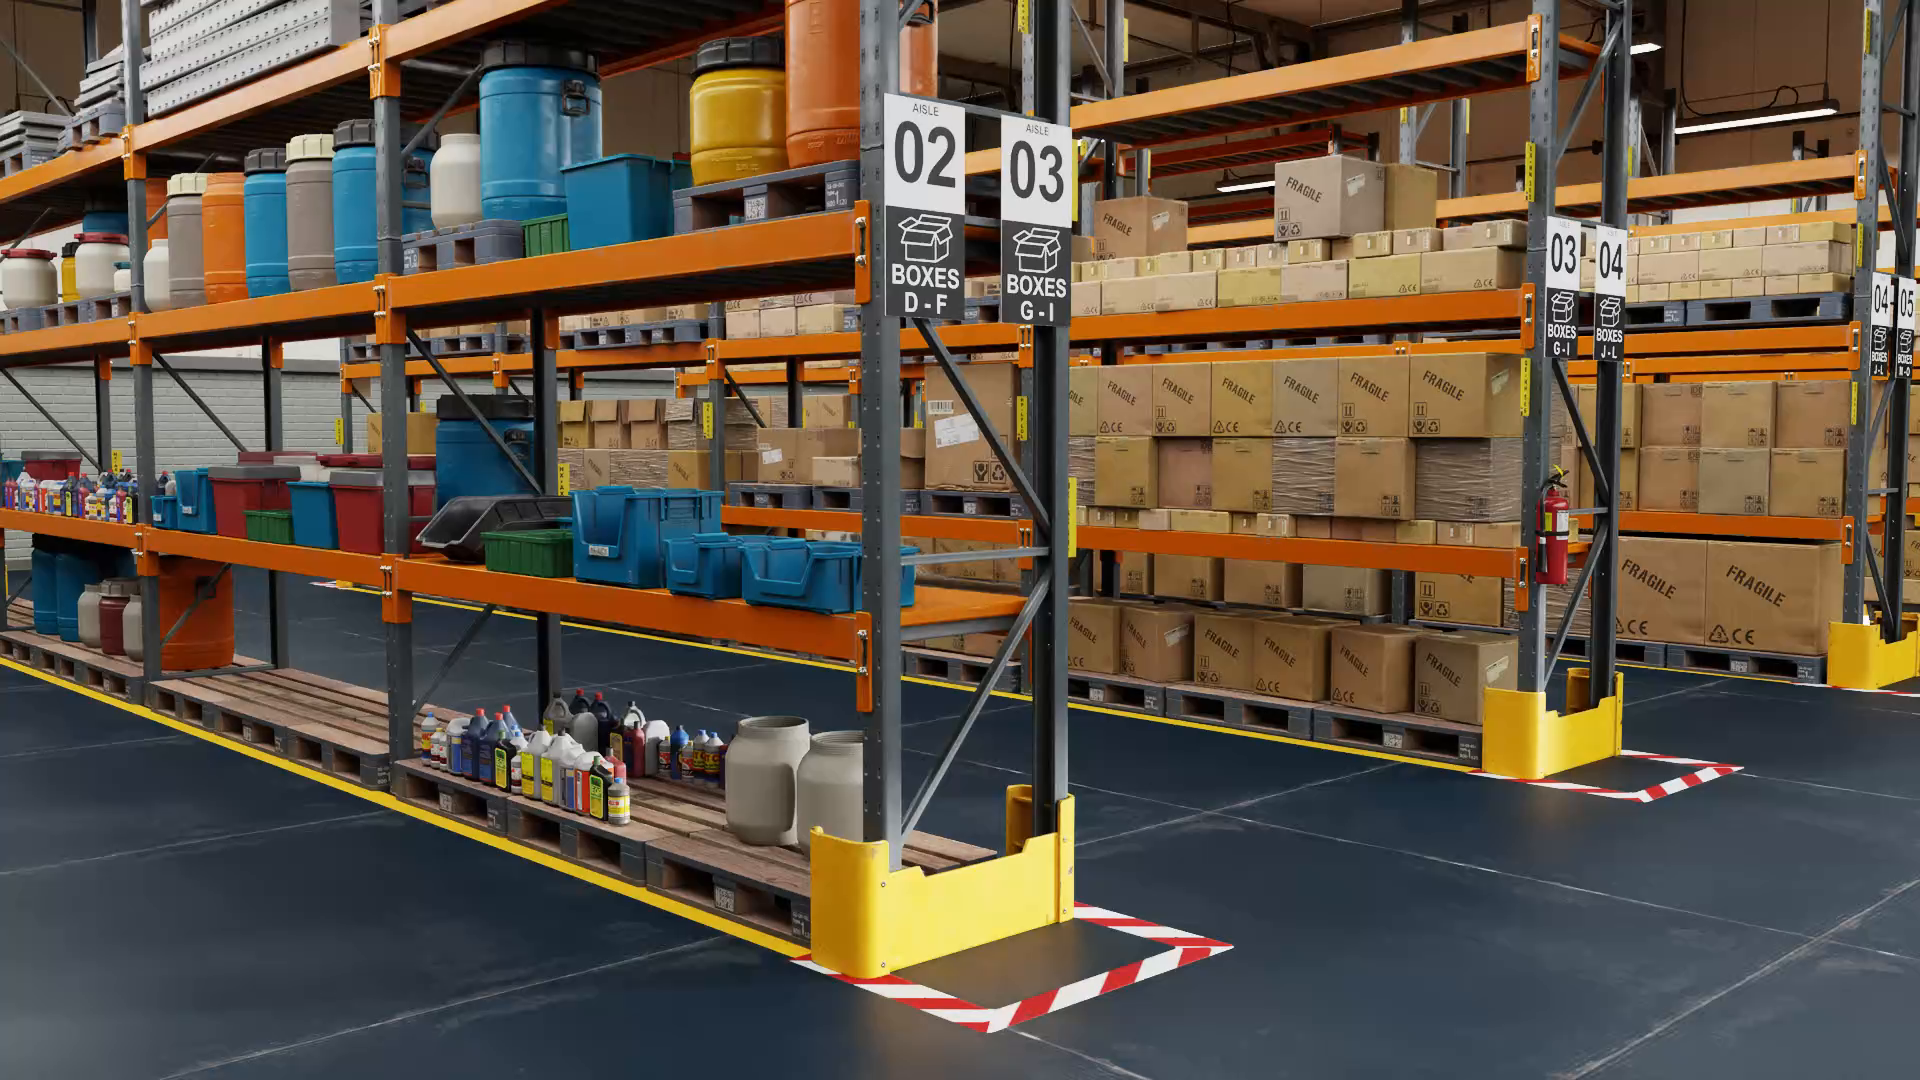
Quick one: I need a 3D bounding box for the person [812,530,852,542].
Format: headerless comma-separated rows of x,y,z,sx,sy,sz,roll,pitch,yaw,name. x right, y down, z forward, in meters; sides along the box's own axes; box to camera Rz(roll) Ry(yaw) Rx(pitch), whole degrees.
-1.403,-0.194,19.197,0.600,1.767,0.610,2,4,28,person
